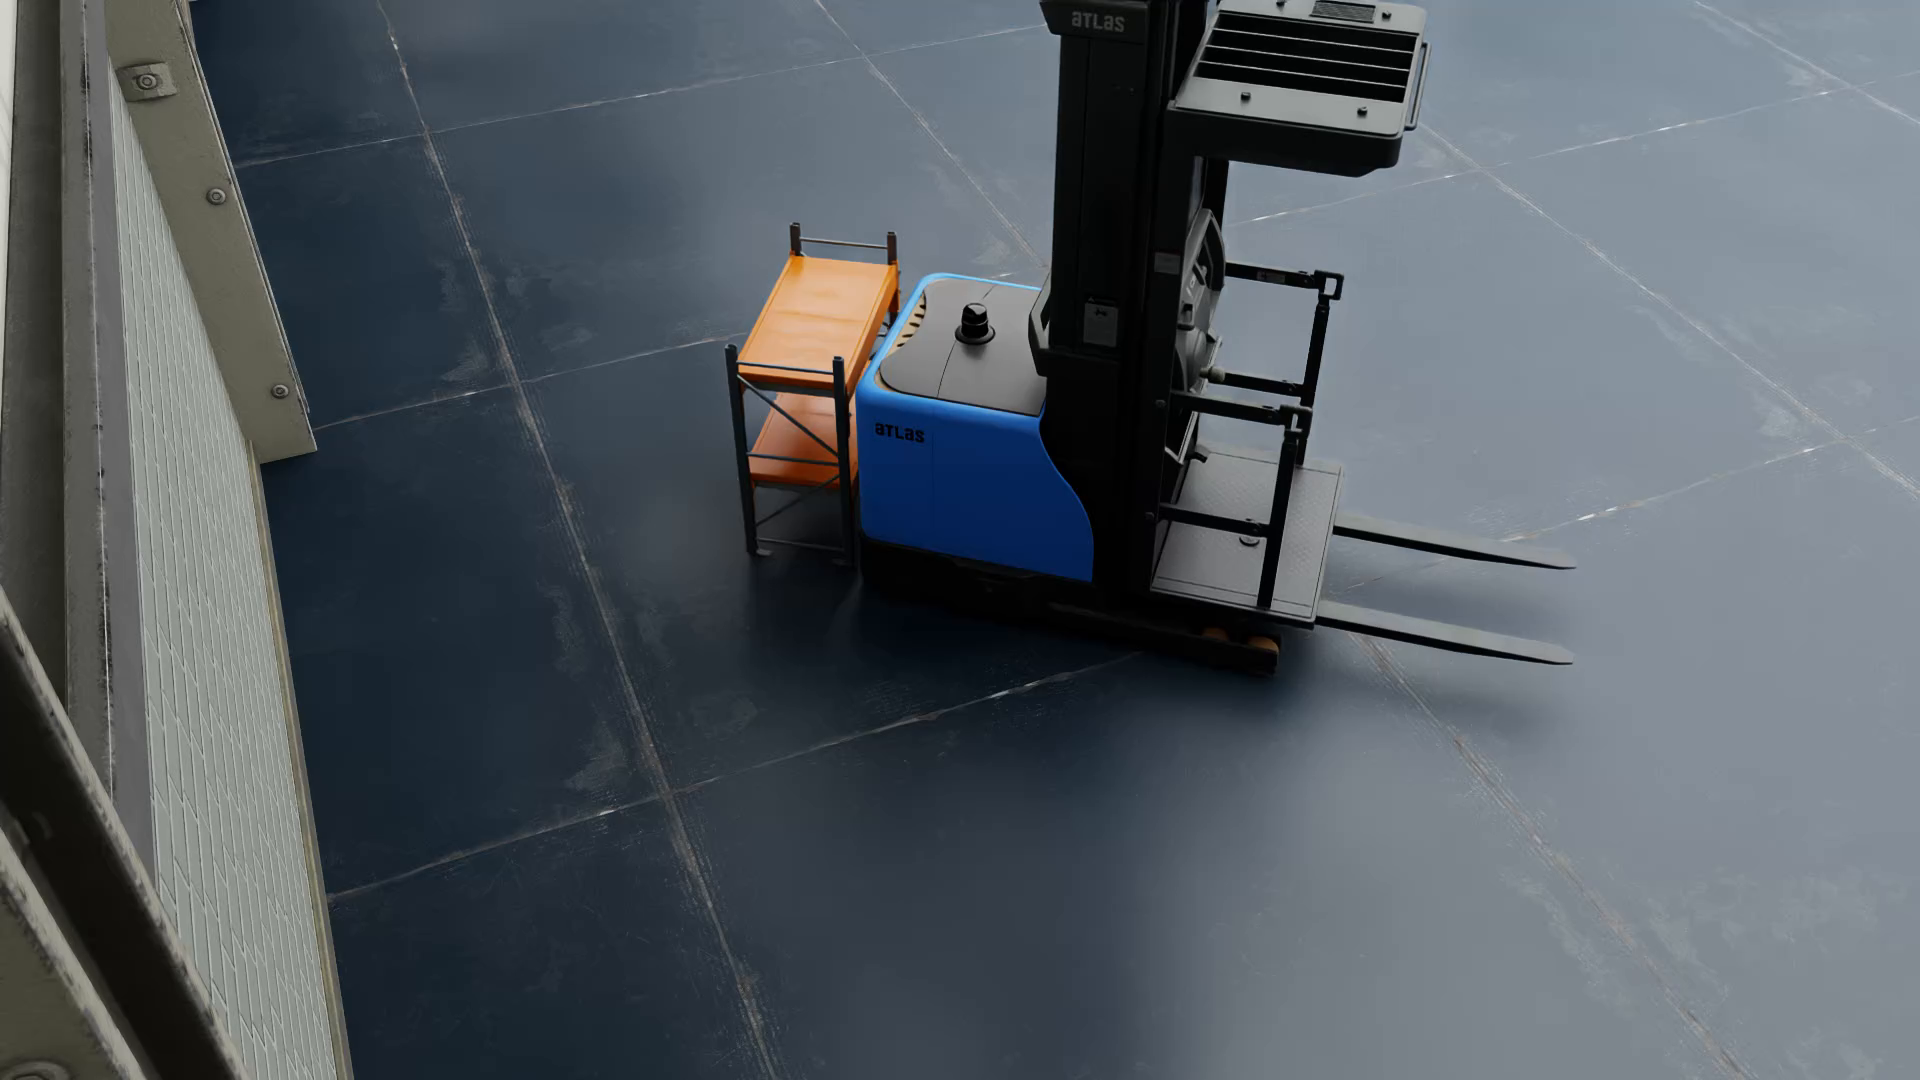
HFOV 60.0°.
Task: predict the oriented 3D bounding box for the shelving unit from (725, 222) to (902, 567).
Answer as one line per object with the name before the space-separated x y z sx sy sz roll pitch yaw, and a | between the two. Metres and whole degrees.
shelving unit | -0.629 -0.672 7.587 0.538 1.125 1.048 7 41 8

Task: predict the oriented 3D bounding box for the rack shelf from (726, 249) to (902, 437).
rack shelf | -0.629 -0.894 7.396 0.538 0.278 1.000 7 41 8

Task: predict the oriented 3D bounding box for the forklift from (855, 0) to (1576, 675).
forklift | 1.132 -0.932 6.504 3.031 2.935 1.130 11 42 12

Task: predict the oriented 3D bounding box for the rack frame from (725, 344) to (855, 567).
rack frame | -0.724 -0.346 7.208 0.500 1.125 0.032 7 41 8

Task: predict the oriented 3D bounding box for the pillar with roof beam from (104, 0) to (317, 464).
pillar with roof beam | 0.597 -5.005 6.588 9.100 9.000 0.400 -15 43 -17

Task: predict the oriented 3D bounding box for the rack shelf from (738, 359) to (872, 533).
rack shelf | -0.629 -0.486 7.746 0.538 0.278 1.000 7 41 8

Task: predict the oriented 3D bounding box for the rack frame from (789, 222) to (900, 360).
rack frame | -0.534 -0.997 7.965 0.500 1.125 0.032 7 41 8
